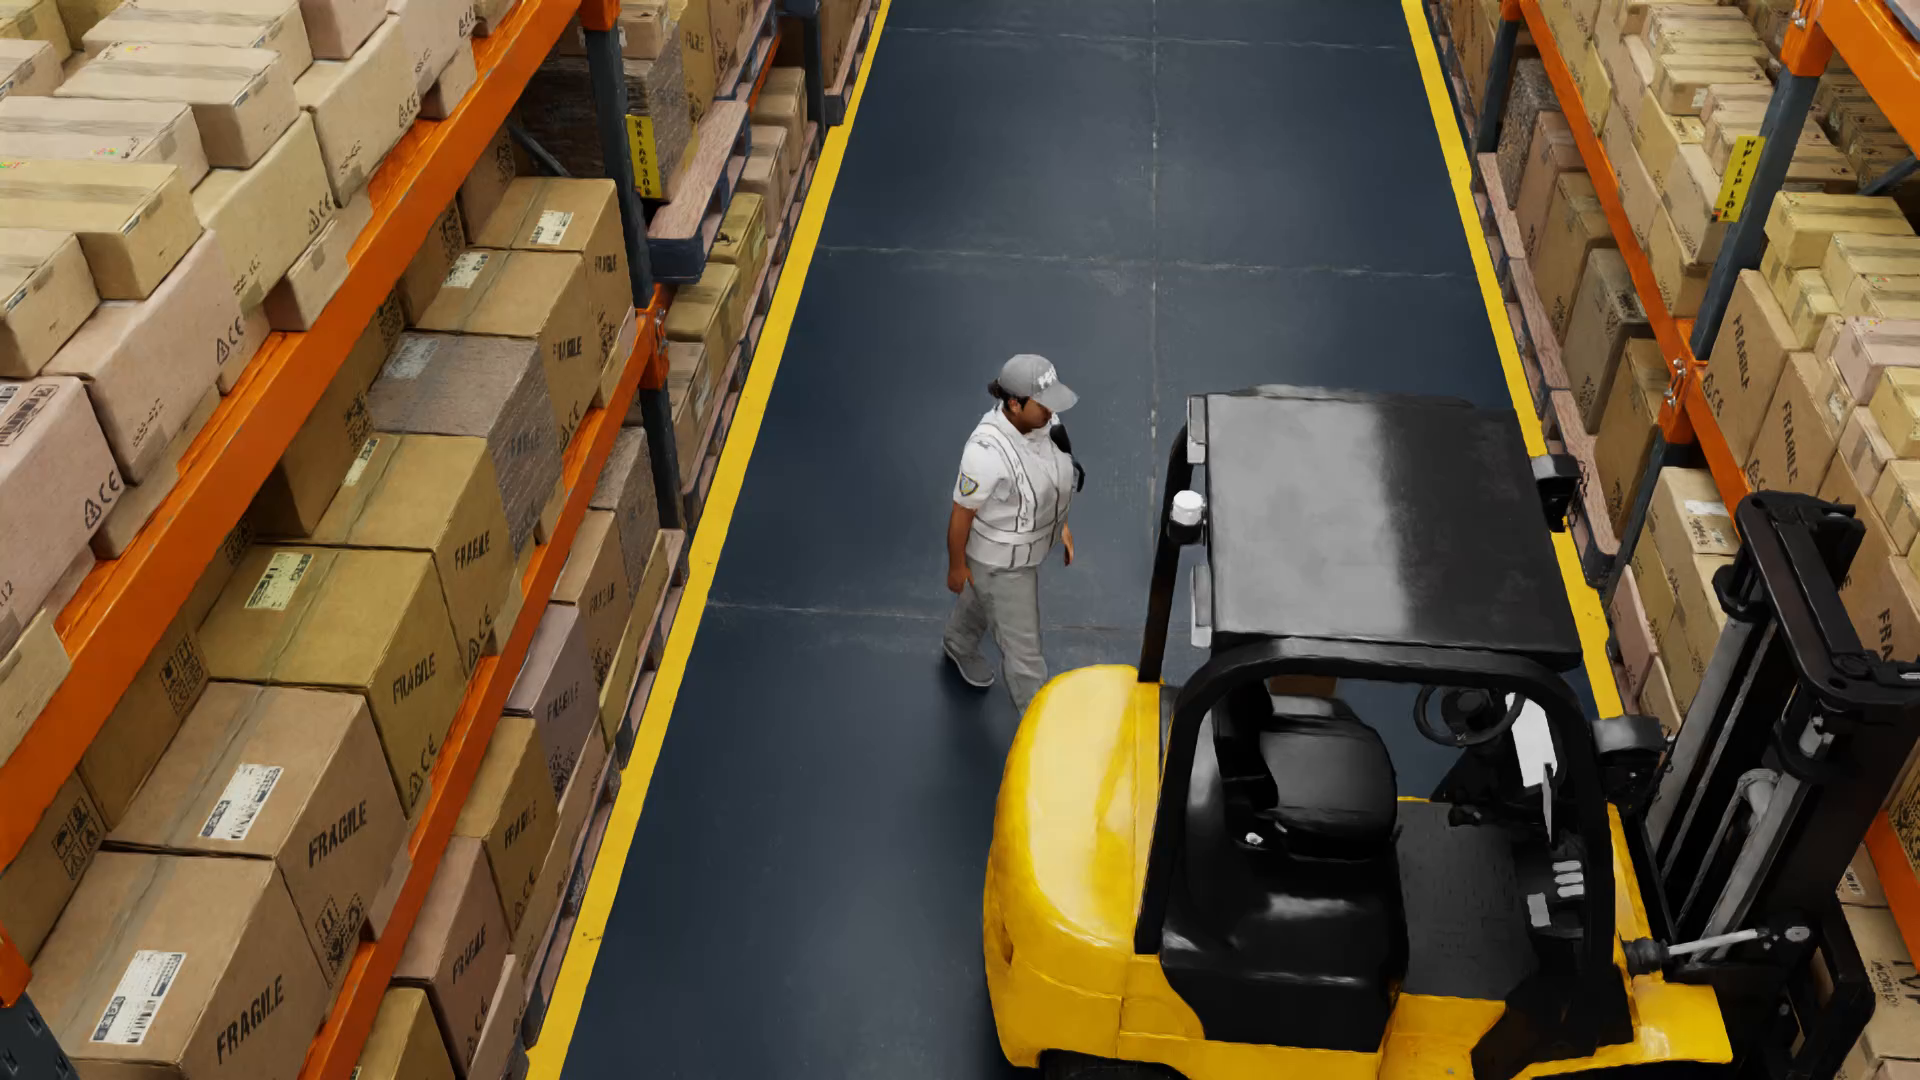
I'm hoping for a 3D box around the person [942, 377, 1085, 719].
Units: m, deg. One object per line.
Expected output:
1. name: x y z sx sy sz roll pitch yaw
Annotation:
1. person: 0.257 0.048 6.115 0.885 1.620 0.543 21 45 23
